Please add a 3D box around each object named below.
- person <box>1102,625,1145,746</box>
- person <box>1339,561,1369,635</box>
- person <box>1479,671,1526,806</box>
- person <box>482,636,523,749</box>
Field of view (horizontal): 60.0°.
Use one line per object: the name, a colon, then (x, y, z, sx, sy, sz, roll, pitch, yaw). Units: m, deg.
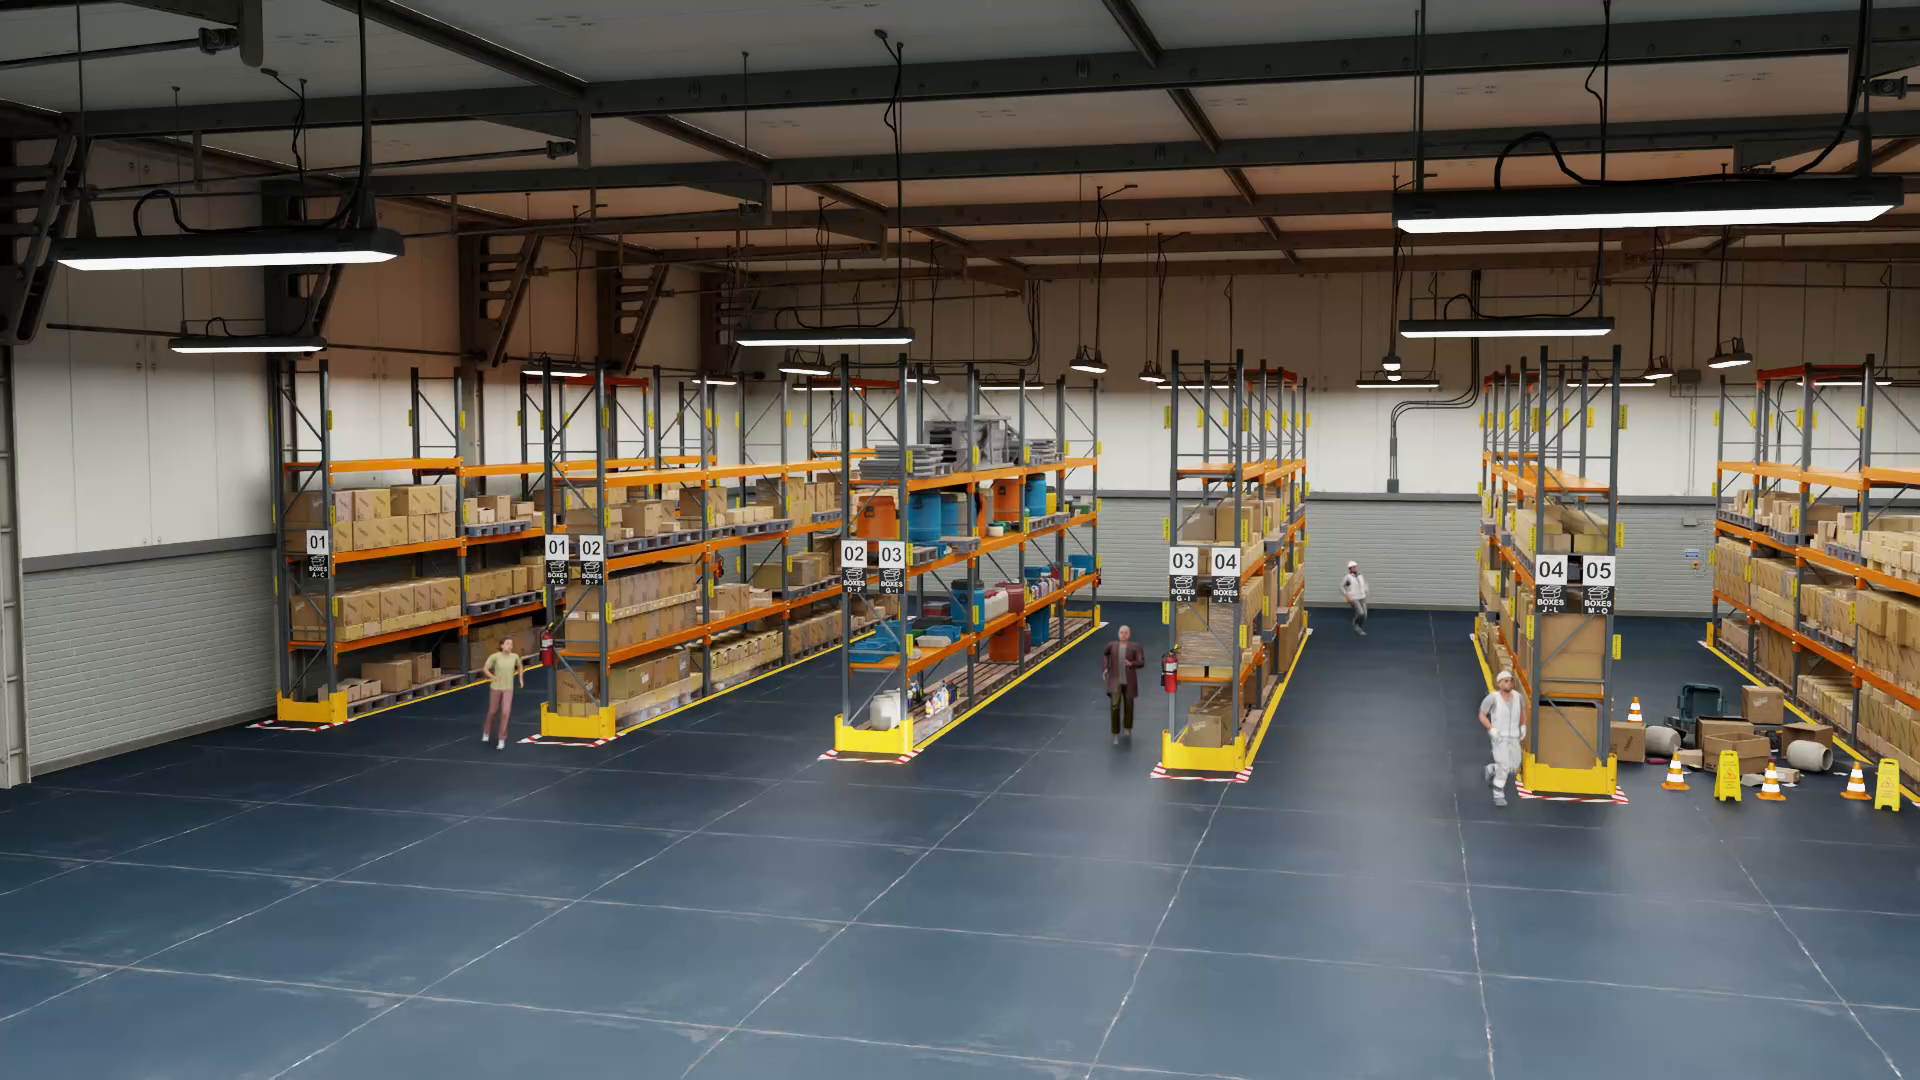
person: (2.541, 2.250, 25.914, 0.672, 1.847, 0.855, 1, 4, 7)
person: (9.279, 1.367, 38.790, 0.737, 1.730, 0.502, -2, 4, -21)
person: (7.098, 2.569, 21.785, 0.676, 1.757, 0.674, -1, 4, -11)
person: (-7.024, 2.317, 25.643, 0.635, 1.678, 0.849, -2, 5, -27)
